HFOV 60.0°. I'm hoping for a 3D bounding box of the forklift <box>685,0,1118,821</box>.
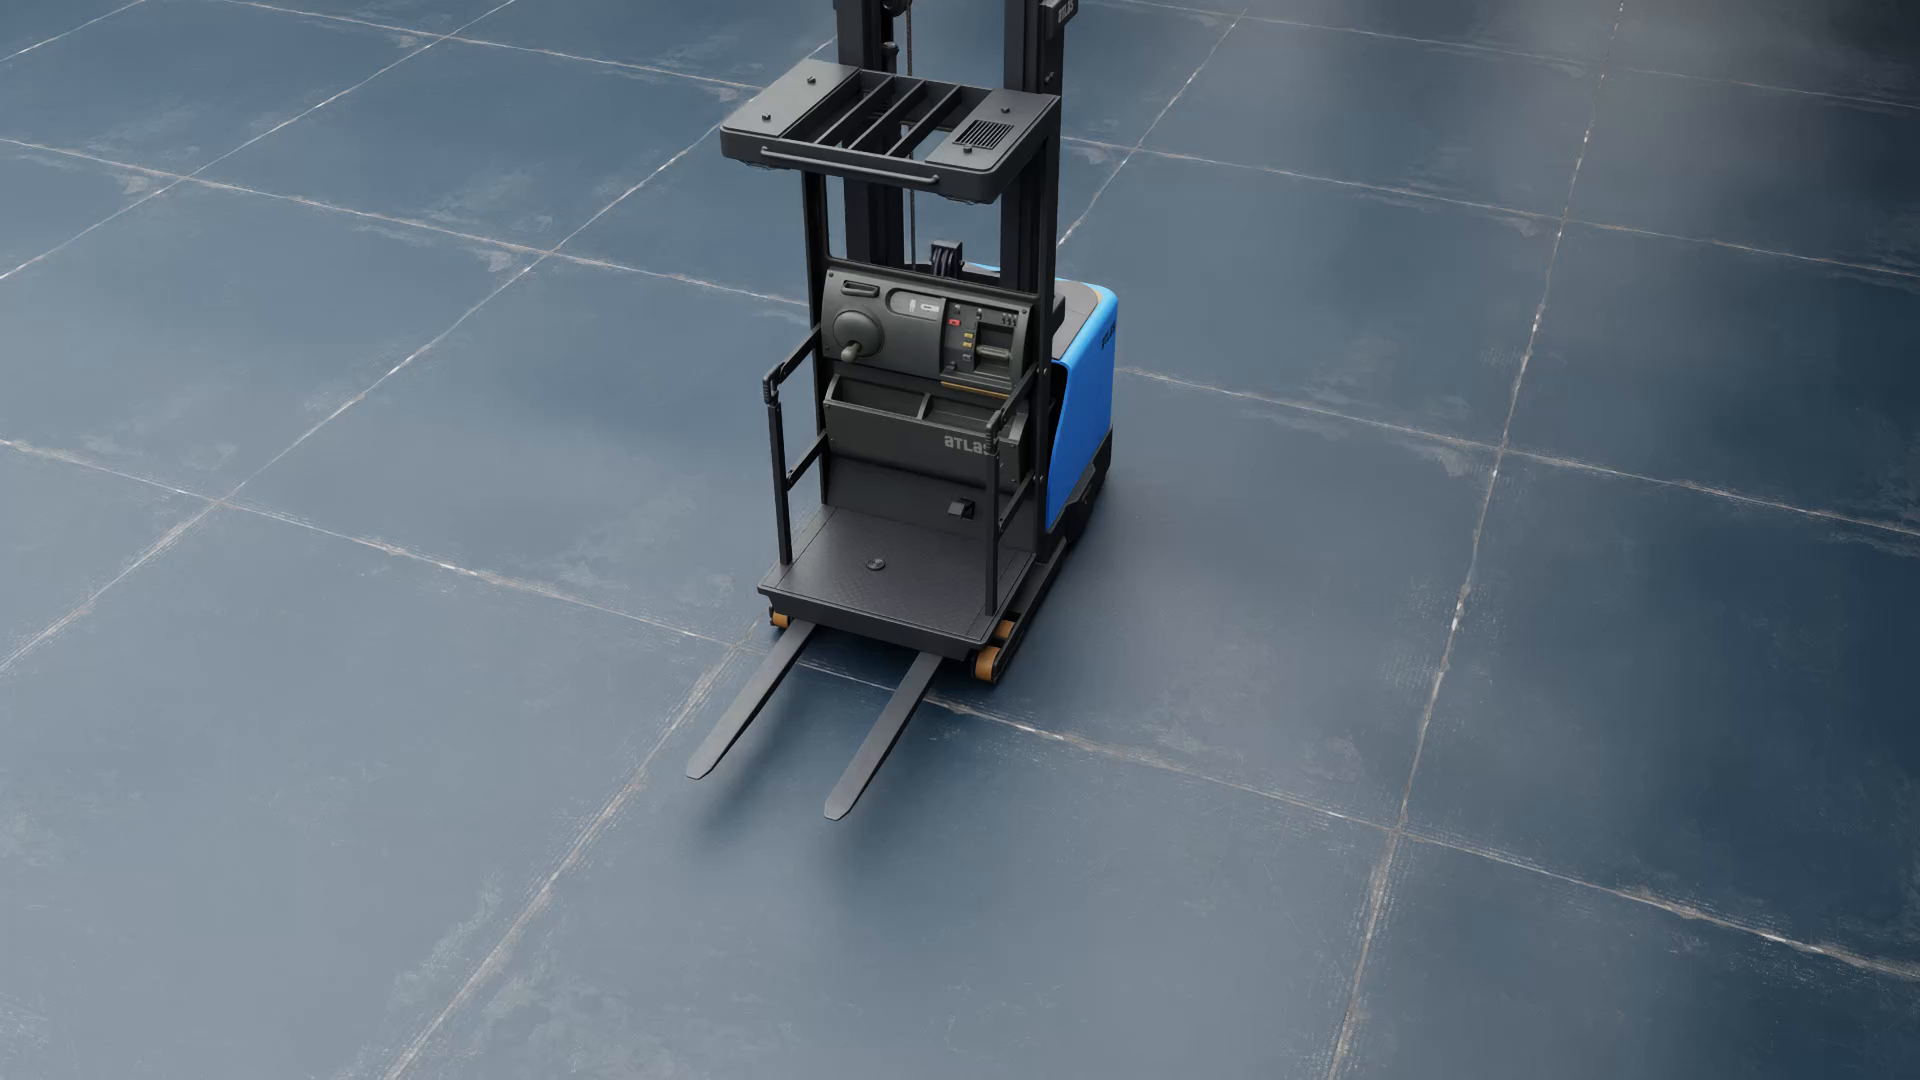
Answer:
[{"bbox_3d":[-0.229,-0.827,6.908,1.130,2.935,3.031,13,39,17],"label":"forklift"}]
